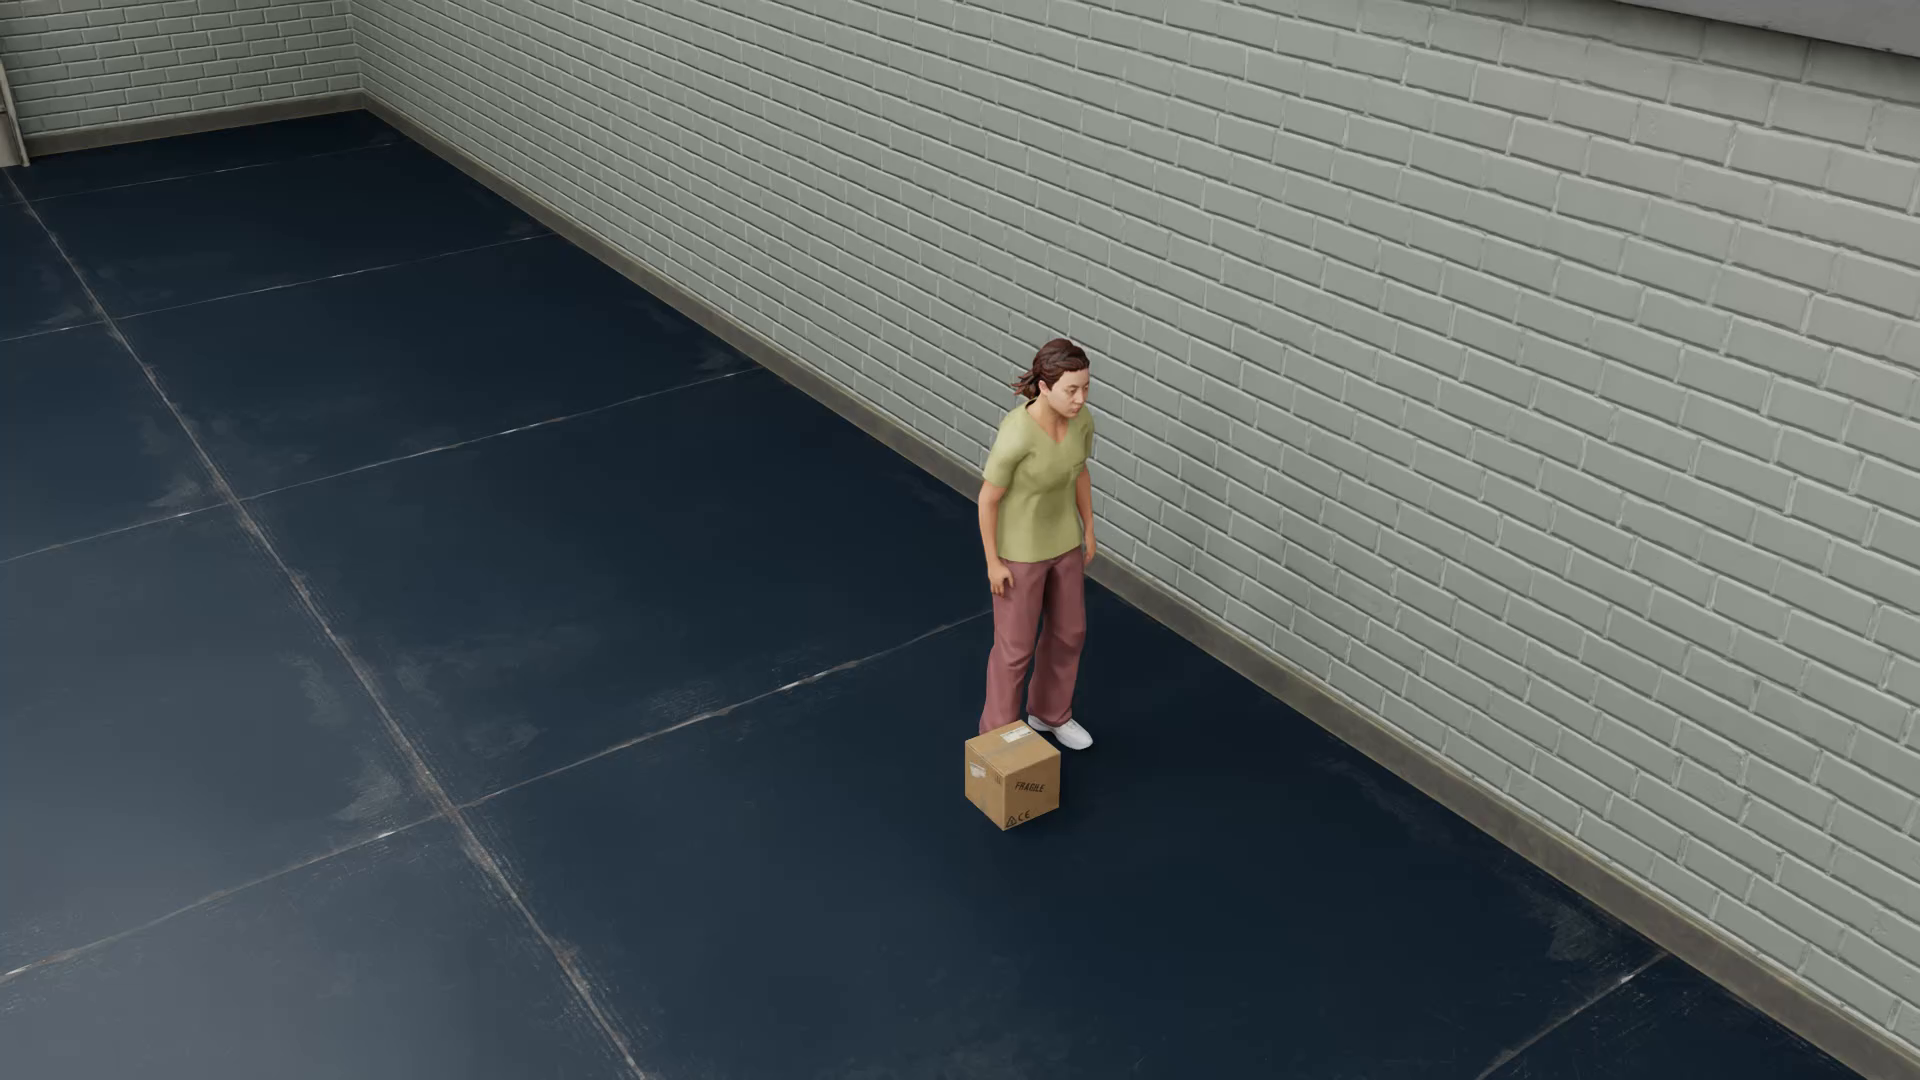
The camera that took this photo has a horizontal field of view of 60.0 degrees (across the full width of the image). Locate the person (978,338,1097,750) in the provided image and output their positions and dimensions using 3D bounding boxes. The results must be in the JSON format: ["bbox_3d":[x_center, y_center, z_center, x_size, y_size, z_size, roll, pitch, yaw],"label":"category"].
[{"bbox_3d":[0.298,0.048,6.038,0.510,1.672,0.352,-20,34,-32],"label":"person"}]
